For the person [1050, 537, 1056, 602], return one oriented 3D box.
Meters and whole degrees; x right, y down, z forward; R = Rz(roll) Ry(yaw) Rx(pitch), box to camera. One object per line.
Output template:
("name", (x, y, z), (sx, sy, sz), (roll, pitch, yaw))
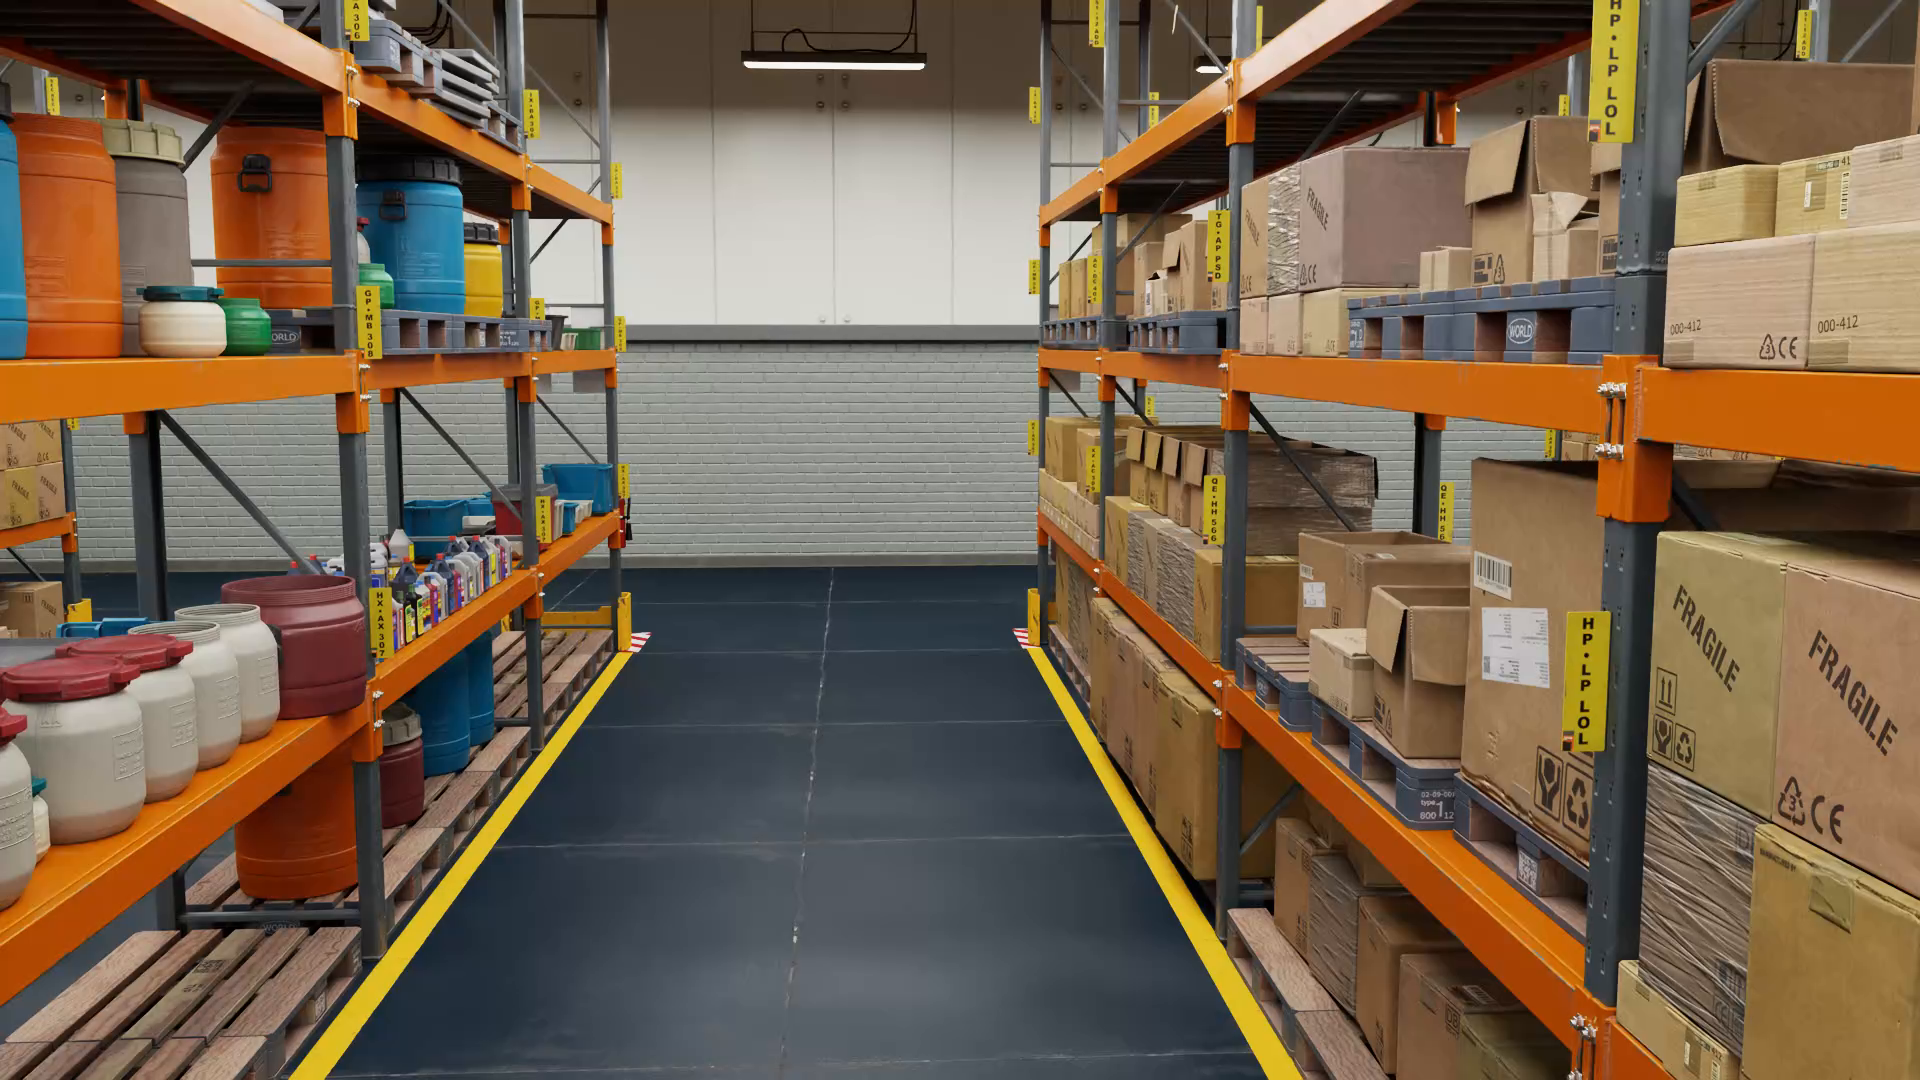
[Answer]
("person", (1.091, -0.014, 16.955), (0.379, 1.773, 0.562), (0, 7, -3))
